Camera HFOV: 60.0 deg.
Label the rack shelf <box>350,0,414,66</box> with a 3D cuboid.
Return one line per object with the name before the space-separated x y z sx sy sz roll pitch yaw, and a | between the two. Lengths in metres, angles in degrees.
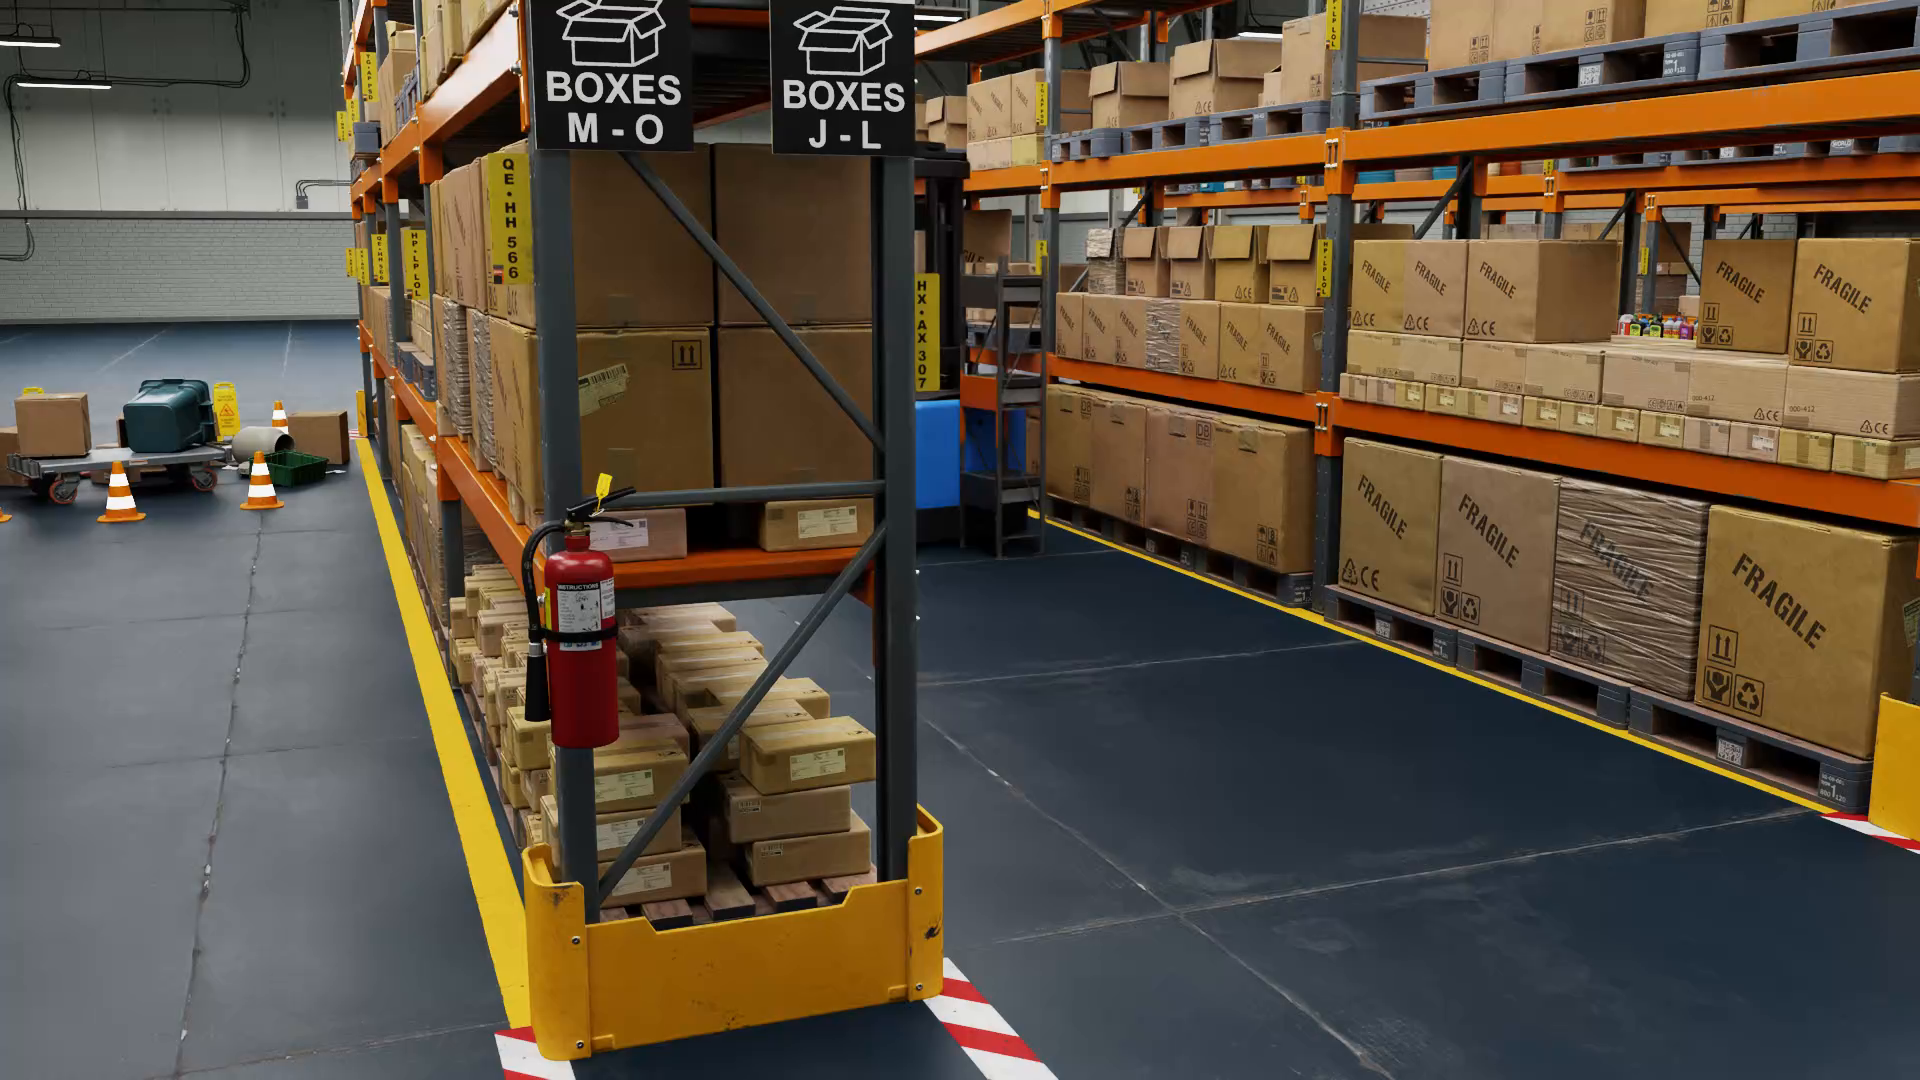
rack shelf | -4.234 -4.151 13.259 1.077 0.370 4.000 -4 11 -21

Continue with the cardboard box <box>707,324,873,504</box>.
cardboard box | -0.515 -0.403 4.986 0.500 0.500 0.500 -3 11 -18

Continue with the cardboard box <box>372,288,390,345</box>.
cardboard box | -4.835 -1.939 14.471 0.500 0.500 0.500 -4 11 -20

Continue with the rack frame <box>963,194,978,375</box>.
rack frame | -0.299 -2.374 17.199 1.000 3.000 0.127 -4 11 -21

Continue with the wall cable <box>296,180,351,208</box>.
wall cable | -18.050 -12.601 47.852 2.305 6.003 0.169 -4 11 -21

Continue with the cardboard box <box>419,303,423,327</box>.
cardboard box | -3.229 -1.432 10.572 0.380 0.149 0.250 -4 11 -21

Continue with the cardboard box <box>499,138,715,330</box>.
cardboard box | -1.008 -0.863 4.719 0.500 0.500 0.500 -4 11 -22

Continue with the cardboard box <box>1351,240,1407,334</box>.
cardboard box | 2.535 -1.415 9.248 0.500 0.500 0.500 -4 11 -21

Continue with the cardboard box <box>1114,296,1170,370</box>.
cardboard box | 1.451 -1.506 12.035 0.500 0.500 0.500 -4 11 -22

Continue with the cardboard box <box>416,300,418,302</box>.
cardboard box | -3.337 -1.627 10.819 0.380 0.149 0.250 -4 11 -21

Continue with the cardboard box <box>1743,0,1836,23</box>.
cardboard box | 3.720 -2.378 6.888 0.700 0.500 0.500 -4 11 -23

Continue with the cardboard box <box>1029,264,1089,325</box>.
cardboard box | 0.918 -2.062 13.964 0.500 0.500 0.500 -5 11 -28

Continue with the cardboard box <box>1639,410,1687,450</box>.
cardboard box | 3.242 -0.495 7.355 0.380 0.149 0.250 -4 11 -22

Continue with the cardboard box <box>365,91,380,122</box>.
cardboard box | -4.167 -3.263 12.403 0.500 0.311 0.500 -4 11 -21

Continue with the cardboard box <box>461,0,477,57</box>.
cardboard box | -1.380 -1.742 5.509 0.500 0.250 0.500 -3 11 -18

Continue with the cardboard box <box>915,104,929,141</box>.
cardboard box | -0.221 -4.025 16.423 0.797 0.503 0.637 -4 11 -24

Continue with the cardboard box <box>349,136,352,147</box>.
cardboard box | -6.287 -4.356 17.871 0.500 0.250 0.500 -4 11 -22

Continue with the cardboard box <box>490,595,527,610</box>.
cardboard box | -1.830 0.332 7.232 0.380 0.149 0.250 -4 11 -22

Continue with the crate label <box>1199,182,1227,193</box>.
crate label | 3.238 -4.418 20.551 0.502 0.251 0.408 -4 11 -21

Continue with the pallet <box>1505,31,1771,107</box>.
pallet | 3.325 -2.168 7.730 1.003 0.211 1.213 -4 11 -21

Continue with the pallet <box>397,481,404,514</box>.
pallet | -4.163 -0.382 13.964 1.003 0.211 1.213 -4 11 -21

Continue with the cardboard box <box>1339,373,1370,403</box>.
cardboard box | 2.397 -0.875 9.490 0.380 0.149 0.250 -4 11 -21

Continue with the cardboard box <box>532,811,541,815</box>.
cardboard box | -1.300 0.884 5.827 0.380 0.149 0.250 -4 11 -20

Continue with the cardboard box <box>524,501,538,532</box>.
cardboard box | -1.152 -0.111 5.197 0.380 0.149 0.250 -4 11 -21

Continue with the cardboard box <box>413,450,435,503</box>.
cardboard box | -2.944 -0.390 9.847 0.500 0.250 0.500 -4 11 -23

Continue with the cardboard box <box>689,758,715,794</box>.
cardboard box | -0.778 0.749 5.734 0.380 0.149 0.250 -4 11 -20

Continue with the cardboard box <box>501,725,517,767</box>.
cardboard box | -1.457 0.697 6.026 0.380 0.149 0.250 -4 11 -20

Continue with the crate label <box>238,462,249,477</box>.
crate label | -6.694 -0.673 15.814 0.250 0.136 0.298 5 11 28

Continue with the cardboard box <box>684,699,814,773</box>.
cardboard box | -0.695 0.643 5.483 0.380 0.149 0.250 -4 11 -20

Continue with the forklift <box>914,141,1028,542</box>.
forklift | -0.696 -1.621 13.162 1.130 2.935 3.031 -6 12 -31

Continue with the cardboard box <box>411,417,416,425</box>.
cardboard box | -3.646 -0.627 12.602 1.050 0.750 0.750 -4 11 -22

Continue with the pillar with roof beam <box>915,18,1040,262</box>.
pillar with roof beam | -1.722 -11.487 51.305 9.100 9.000 0.548 -4 11 -21

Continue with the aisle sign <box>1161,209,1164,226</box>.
aisle sign | 2.569 -4.614 22.370 0.394 0.787 0.004 -4 11 -21

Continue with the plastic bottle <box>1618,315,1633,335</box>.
plastic bottle | 5.790 -1.807 14.369 0.152 0.276 0.135 -4 11 -21

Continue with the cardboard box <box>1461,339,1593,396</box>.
cardboard box | 2.895 -0.881 8.389 0.500 0.250 0.500 -4 11 -19

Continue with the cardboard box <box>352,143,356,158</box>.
cardboard box | -6.125 -4.055 17.319 0.380 0.149 0.250 -4 11 -21

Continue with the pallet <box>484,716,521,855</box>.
pallet | -1.337 0.910 6.700 1.003 0.211 1.213 -4 11 -21

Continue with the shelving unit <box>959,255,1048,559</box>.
shelving unit | 0.302 -0.954 11.789 0.431 2.100 0.503 -6 12 -31

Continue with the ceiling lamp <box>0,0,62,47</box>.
ceiling lamp | -17.941 -10.819 30.880 2.000 3.185 0.800 -4 11 -21

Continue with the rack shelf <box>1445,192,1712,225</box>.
rack shelf | 8.211 -4.451 22.365 1.077 0.370 4.000 -4 11 -21

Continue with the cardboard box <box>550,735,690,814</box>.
cardboard box | -1.038 0.717 5.066 0.380 0.149 0.250 -4 11 -20

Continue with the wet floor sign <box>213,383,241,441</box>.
wet floor sign | -8.264 -1.448 18.719 0.267 0.644 0.232 -6 12 -31

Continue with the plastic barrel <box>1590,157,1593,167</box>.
plastic barrel | 5.940 -3.637 15.417 0.421 0.512 0.421 0 10 0

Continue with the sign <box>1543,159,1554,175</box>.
sign | 5.257 -3.424 14.839 0.100 0.325 0.005 -4 11 -21

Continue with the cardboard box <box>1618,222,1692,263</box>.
cardboard box | 8.769 -3.762 21.012 0.700 0.500 0.500 -4 11 -21

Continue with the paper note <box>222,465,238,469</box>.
paper note | -7.156 -0.715 16.376 0.172 0.023 0.155 0 10 -1

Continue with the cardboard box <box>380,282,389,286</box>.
cardboard box | -5.103 -2.209 15.843 0.875 0.550 0.550 -4 11 -21

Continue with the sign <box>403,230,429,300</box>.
sign | -2.575 -1.304 7.878 0.100 0.325 0.005 -4 11 -21

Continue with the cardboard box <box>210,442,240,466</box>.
cardboard box | -7.298 -0.893 16.681 0.396 0.266 0.258 -2 10 -11

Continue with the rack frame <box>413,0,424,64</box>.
rack frame | -2.059 -3.723 7.655 1.000 3.000 0.127 -4 11 -21

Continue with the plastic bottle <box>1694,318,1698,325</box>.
plastic bottle | 6.490 -1.843 14.585 0.097 0.271 0.097 0 10 0

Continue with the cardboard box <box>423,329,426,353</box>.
cardboard box | -3.142 -1.245 10.370 0.380 0.149 0.250 -4 11 -19

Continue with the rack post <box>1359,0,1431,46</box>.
rack post | 5.111 -5.424 16.647 1.013 1.000 3.121 -4 11 -21

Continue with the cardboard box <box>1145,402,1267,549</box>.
cardboard box | 2.025 -0.477 11.407 1.225 0.875 0.875 -4 11 -23

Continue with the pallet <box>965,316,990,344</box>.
pallet | 0.395 -1.947 15.347 1.003 0.211 1.213 -4 11 -21

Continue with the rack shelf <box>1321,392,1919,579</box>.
rack shelf | 3.325 -0.387 8.085 1.077 0.370 4.000 -4 11 -21
